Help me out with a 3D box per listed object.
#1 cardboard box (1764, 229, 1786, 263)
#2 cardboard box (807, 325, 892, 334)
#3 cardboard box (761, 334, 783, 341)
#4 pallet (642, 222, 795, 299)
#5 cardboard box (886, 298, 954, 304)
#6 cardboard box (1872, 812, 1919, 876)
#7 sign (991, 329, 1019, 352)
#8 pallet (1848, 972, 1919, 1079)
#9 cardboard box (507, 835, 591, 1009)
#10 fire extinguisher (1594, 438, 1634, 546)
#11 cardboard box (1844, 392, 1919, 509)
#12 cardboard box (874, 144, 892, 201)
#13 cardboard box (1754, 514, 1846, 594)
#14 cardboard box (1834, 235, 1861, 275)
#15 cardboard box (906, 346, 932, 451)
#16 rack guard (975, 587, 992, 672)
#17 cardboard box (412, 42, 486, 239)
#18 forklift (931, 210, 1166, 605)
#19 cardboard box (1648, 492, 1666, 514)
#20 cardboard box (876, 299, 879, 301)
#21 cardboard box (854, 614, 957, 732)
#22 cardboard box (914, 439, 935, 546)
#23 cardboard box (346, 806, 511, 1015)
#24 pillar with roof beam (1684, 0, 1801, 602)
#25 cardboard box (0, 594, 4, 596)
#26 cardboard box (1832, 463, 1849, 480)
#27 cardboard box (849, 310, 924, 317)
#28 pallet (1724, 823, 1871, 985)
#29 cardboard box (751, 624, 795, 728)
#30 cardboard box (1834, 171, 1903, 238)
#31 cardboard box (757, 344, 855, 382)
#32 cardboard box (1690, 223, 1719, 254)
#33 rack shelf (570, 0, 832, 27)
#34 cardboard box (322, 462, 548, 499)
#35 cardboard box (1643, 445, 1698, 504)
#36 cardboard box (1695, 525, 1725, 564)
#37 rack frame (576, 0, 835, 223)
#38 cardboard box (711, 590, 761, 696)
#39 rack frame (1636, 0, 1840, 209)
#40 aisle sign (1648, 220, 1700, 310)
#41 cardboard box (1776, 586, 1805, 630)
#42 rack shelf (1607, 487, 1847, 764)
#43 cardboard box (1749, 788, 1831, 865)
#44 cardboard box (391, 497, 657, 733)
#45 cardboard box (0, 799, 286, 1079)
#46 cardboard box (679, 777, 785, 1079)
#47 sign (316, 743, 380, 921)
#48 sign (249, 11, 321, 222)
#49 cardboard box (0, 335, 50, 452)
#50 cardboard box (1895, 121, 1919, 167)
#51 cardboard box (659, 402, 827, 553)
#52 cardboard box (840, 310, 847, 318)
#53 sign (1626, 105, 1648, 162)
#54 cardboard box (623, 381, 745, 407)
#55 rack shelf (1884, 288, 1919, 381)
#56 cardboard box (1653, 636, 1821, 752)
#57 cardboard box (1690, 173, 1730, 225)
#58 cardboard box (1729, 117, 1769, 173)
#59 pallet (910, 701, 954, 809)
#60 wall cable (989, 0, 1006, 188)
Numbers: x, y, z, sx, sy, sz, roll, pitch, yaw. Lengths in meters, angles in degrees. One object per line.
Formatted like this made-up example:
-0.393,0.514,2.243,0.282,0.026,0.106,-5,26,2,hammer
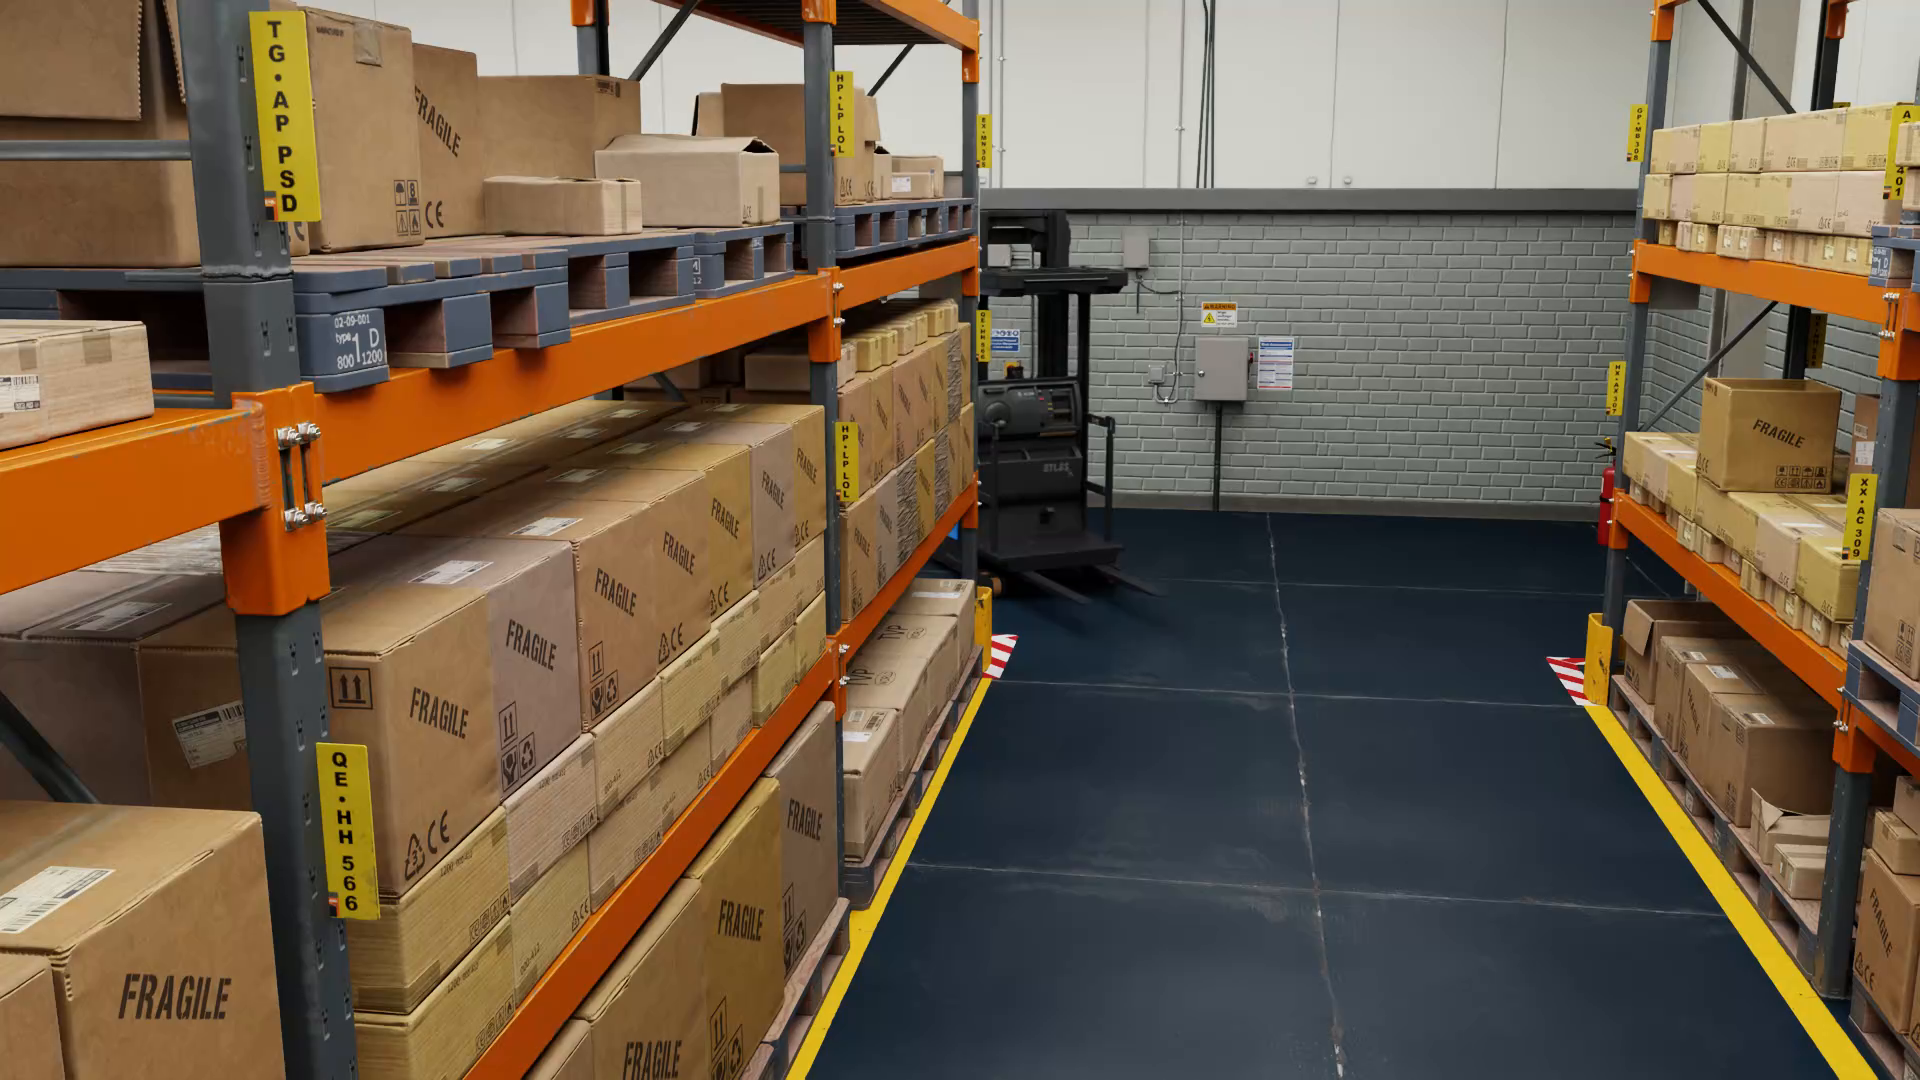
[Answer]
3.902,-1.339,7.564,0.380,0.149,0.250,2,12,9,cardboard box
-0.550,-0.986,8.299,0.380,0.149,0.250,2,12,8,cardboard box
-1.052,-0.892,7.862,0.380,0.149,0.250,2,12,8,cardboard box
-1.094,-0.987,5.787,0.805,0.209,1.217,1,12,6,pallet
-0.244,-1.413,10.278,0.380,0.149,0.250,2,12,9,cardboard box
3.585,1.119,6.077,0.380,0.149,0.250,2,12,11,cardboard box
0.419,-1.960,16.327,0.327,0.218,0.001,2,12,9,sign
3.815,1.887,5.736,1.003,0.211,1.213,2,12,9,pallet
-1.232,0.898,4.061,0.500,0.250,0.500,2,12,7,cardboard box
4.084,-0.305,10.356,0.296,0.674,0.183,2,12,9,fire extinguisher
4.395,-0.387,7.537,0.500,0.500,0.500,2,12,7,cardboard box
-0.667,-2.006,9.040,0.500,0.311,0.500,2,12,10,cardboard box
3.803,0.063,7.232,0.500,0.250,0.500,2,12,9,cardboard box
3.707,-1.125,6.571,0.380,0.149,0.250,2,12,9,cardboard box
-0.436,-0.752,8.750,0.500,0.500,0.500,2,12,8,cardboard box
-0.383,0.578,11.126,1.175,0.500,0.348,2,12,9,rack guard
-1.633,-1.071,4.487,0.500,0.500,0.500,2,12,9,cardboard box
0.619,-1.082,13.055,1.130,2.935,3.031,-5,13,-22,forklift
4.203,-0.242,9.594,0.380,0.149,0.250,2,12,10,cardboard box
-0.715,-1.429,10.354,0.380,0.149,0.250,2,12,10,cardboard box
-0.522,0.739,9.527,0.875,0.438,0.875,2,12,10,cardboard box
-0.428,-0.260,8.842,0.500,0.500,0.500,2,12,10,cardboard box
-1.295,0.758,3.528,0.500,0.250,0.500,2,12,8,cardboard box
1.570,-4.083,12.581,9.100,9.000,0.400,2,12,9,pillar with roof beam
-5.807,0.438,10.198,0.380,0.149,0.250,2,12,11,cardboard box
4.548,-0.237,8.622,0.500,0.250,0.500,2,12,10,cardboard box
-0.406,-1.199,9.289,0.380,0.149,0.250,2,12,8,cardboard box
4.010,1.574,7.190,1.003,0.211,1.213,2,12,9,pallet
-0.902,0.474,6.029,0.500,0.250,0.500,2,12,8,cardboard box
3.730,-1.294,6.405,0.500,0.250,0.500,2,12,9,cardboard box
-0.674,-0.772,7.307,0.380,0.149,0.250,2,12,9,cardboard box
3.996,-1.552,8.553,0.380,0.149,0.250,2,12,8,cardboard box
-1.310,-1.776,4.530,1.077,0.370,4.000,2,12,9,rack shelf
-1.558,0.057,4.998,0.500,0.500,0.500,2,12,8,cardboard box
4.105,-0.361,9.197,0.500,0.250,0.500,2,12,9,cardboard box
3.929,0.025,8.353,0.380,0.149,0.250,2,12,10,cardboard box
-1.002,-2.739,6.344,1.000,3.000,0.127,2,12,9,rack frame
-0.973,0.334,5.491,0.500,0.250,0.500,2,12,10,cardboard box
4.518,-3.412,9.465,1.000,3.000,0.127,2,12,9,rack frame
4.239,-1.774,9.933,0.394,0.787,0.004,2,12,9,aisle sign
3.737,0.292,7.115,0.380,0.149,0.250,2,12,10,cardboard box
4.211,0.289,8.241,1.077,0.370,4.000,2,12,9,rack shelf
3.753,1.285,7.404,0.396,0.266,0.258,2,12,11,cardboard box
-1.138,0.183,4.414,0.500,0.500,0.500,2,12,10,cardboard box
-1.413,0.730,2.545,0.500,0.500,0.500,2,12,7,cardboard box
-1.150,1.347,5.671,0.875,0.875,0.875,2,12,10,cardboard box
-1.080,0.514,2.926,0.100,0.325,0.005,2,12,9,sign
-1.081,-0.675,2.658,0.100,0.325,0.005,2,12,9,sign
-1.488,-0.193,2.245,0.380,0.149,0.250,2,12,9,cardboard box
3.424,-1.342,5.635,0.380,0.149,0.250,2,12,10,cardboard box
-0.823,-0.243,6.391,0.500,0.500,0.500,2,12,10,cardboard box
-0.849,-1.210,9.338,0.380,0.149,0.250,2,12,9,cardboard box
3.982,-2.390,9.770,0.100,0.325,0.005,2,12,9,sign
-1.202,-0.451,7.357,0.500,0.500,0.500,2,12,8,cardboard box
3.595,-0.345,4.061,1.077,0.370,4.000,2,12,9,rack shelf
4.161,0.838,8.920,0.700,0.500,0.500,2,12,11,cardboard box
4.031,-1.721,8.391,0.500,0.250,0.500,2,12,7,cardboard box
3.973,-1.861,7.852,0.500,0.250,0.500,2,12,10,cardboard box
-0.623,1.146,9.174,1.003,0.211,1.213,2,12,9,pallet
0.209,-4.765,15.744,0.463,3.000,0.029,2,12,9,wall cable
